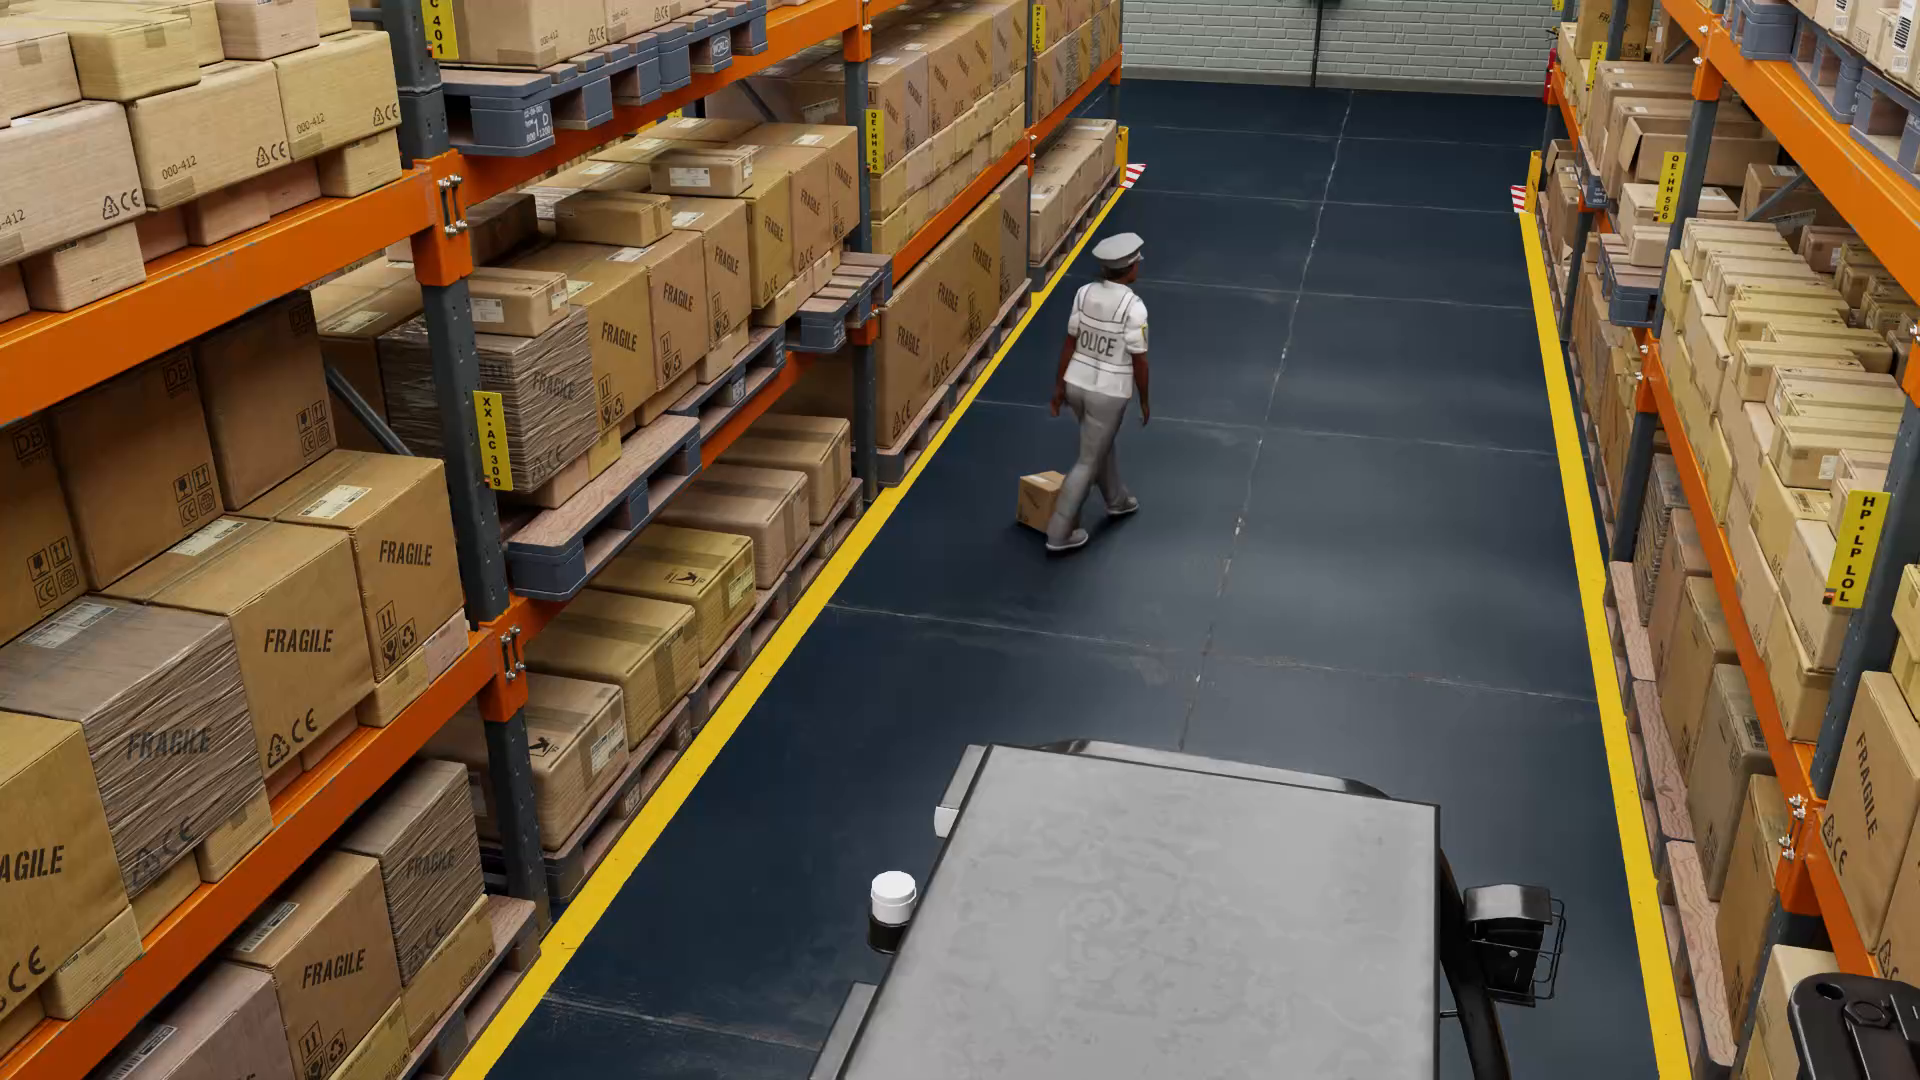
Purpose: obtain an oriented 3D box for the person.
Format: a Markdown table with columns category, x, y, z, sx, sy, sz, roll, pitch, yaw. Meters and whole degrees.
| category | x | y | z | sx | sy | sz | roll | pitch | yaw |
| --- | --- | --- | --- | --- | --- | --- | --- | --- | --- |
| person | 0.779 | -0.779 | 8.719 | 0.853 | 1.652 | 0.476 | -20 | 32 | -36 |
